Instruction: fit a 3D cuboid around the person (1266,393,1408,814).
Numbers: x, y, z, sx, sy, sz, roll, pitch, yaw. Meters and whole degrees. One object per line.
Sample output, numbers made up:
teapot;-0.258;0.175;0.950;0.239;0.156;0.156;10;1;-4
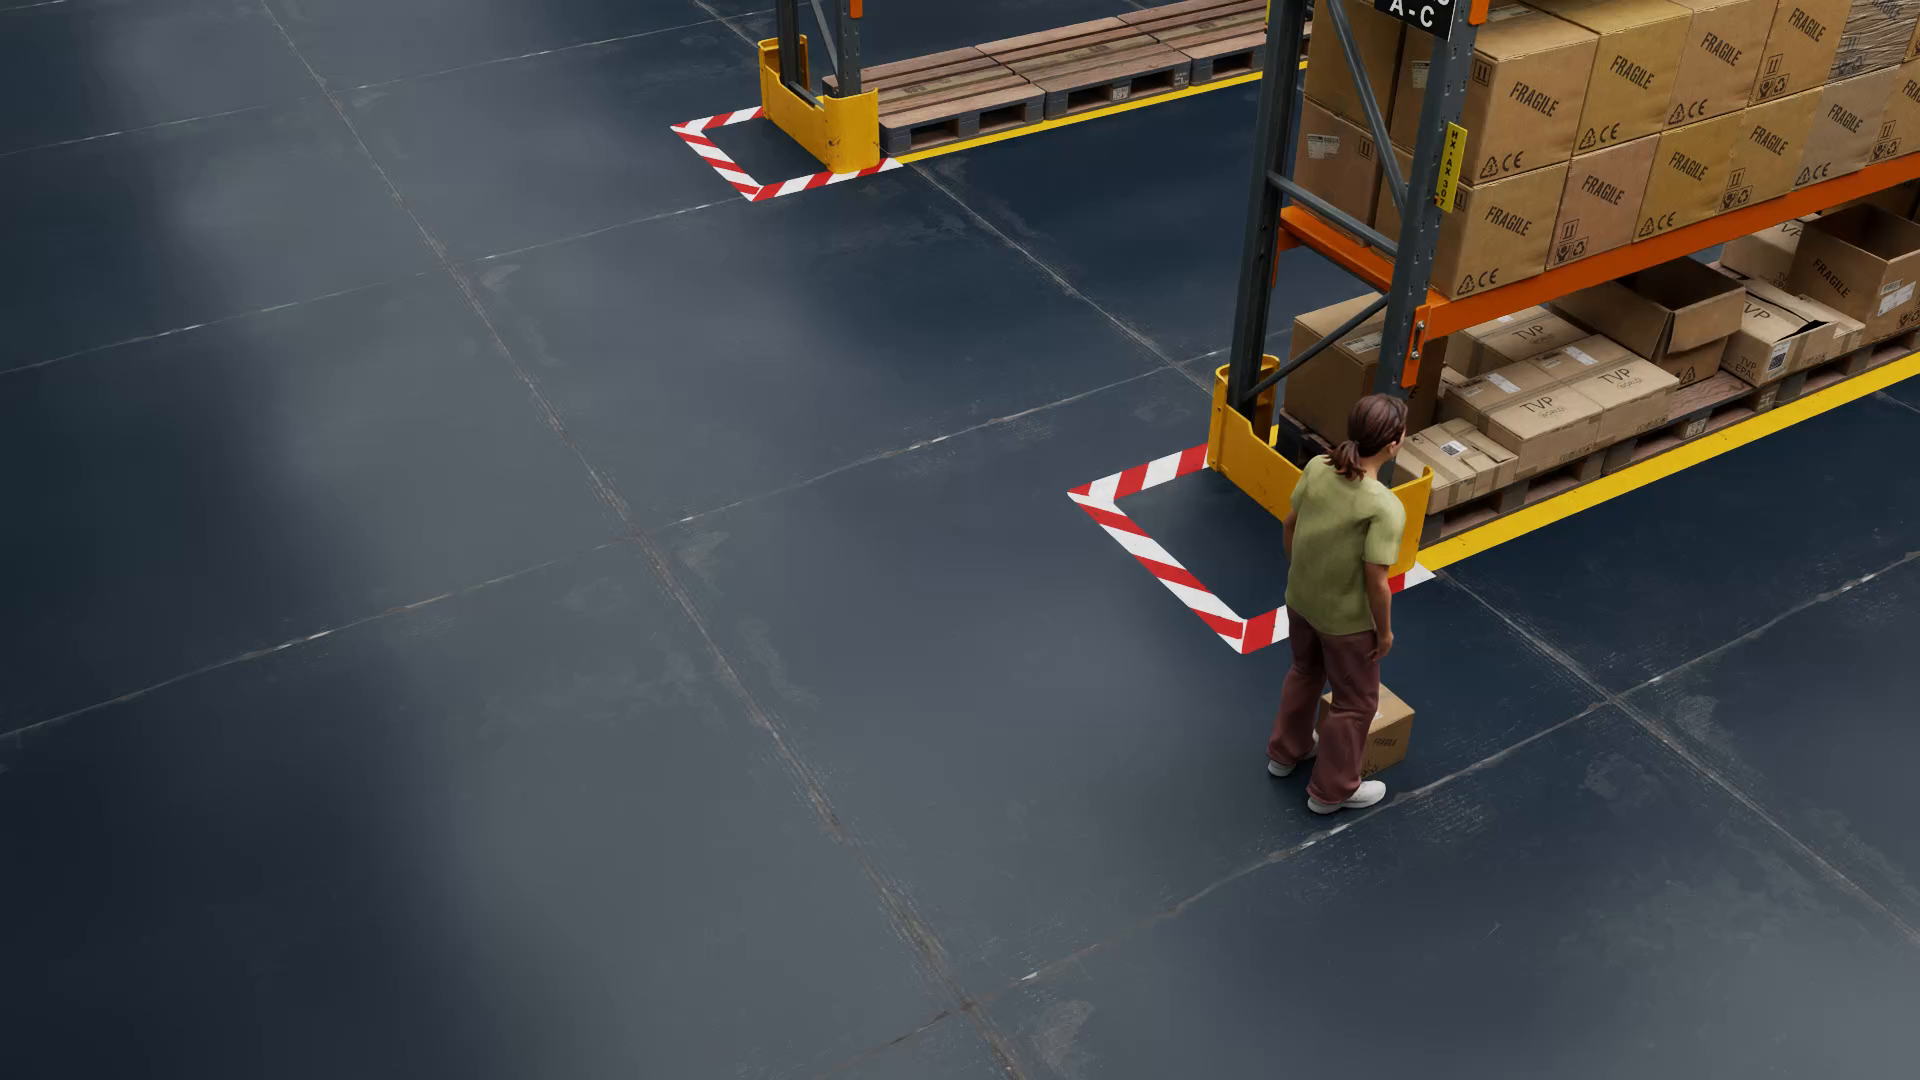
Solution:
person;1.335;0.231;5.843;0.363;1.672;0.498;-21;42;-25
